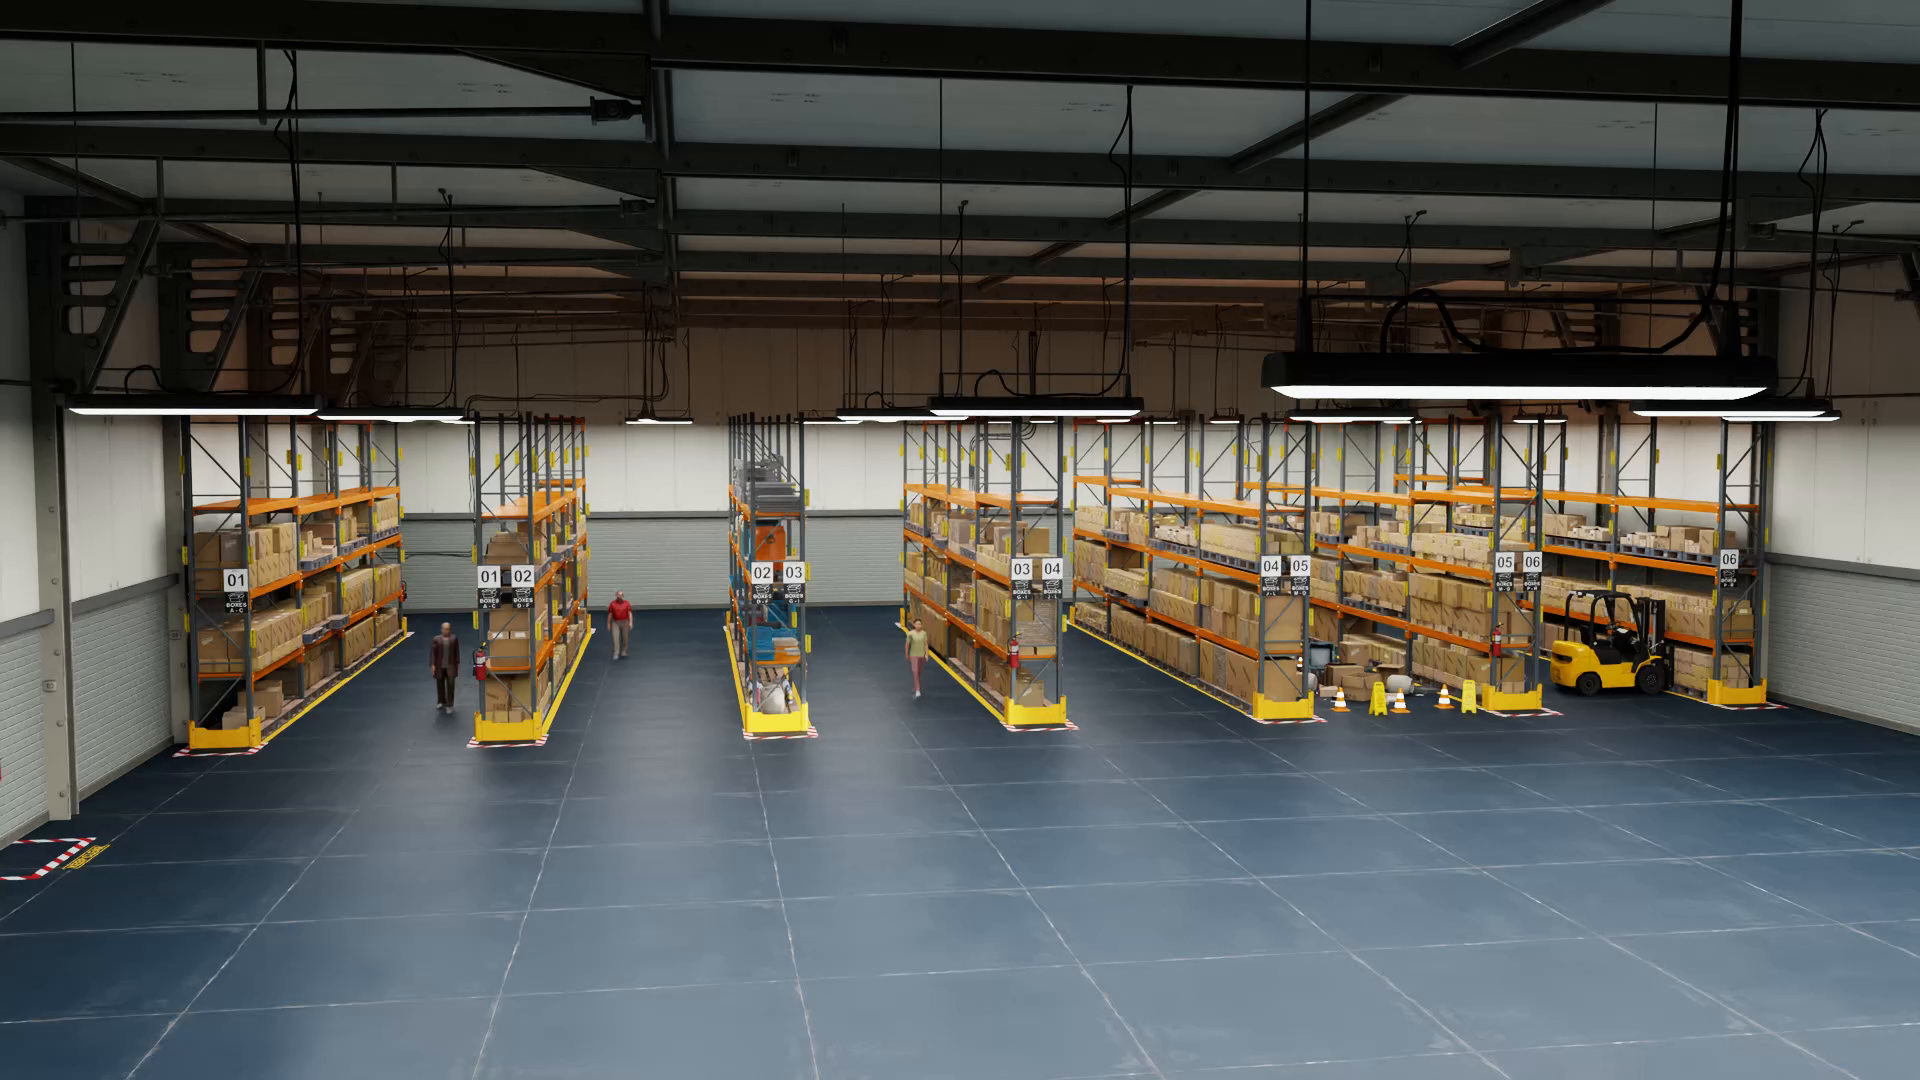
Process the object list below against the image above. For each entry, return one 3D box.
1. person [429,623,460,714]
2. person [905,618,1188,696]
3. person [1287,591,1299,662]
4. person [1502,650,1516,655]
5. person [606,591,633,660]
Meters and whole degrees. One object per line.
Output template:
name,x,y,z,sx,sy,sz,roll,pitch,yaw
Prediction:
person,-10.379,2.569,33.484,0.608,1.812,0.743,-1,4,-20
person,1.968,2.341,37.688,7.558,1.656,3.881,-2,4,-26
person,7.940,2.105,40.242,0.581,1.781,0.553,0,4,-7
person,12.462,2.331,37.707,0.592,1.706,0.440,-1,4,-10
person,-8.390,2.077,40.979,0.625,1.652,1.081,-1,4,-15
